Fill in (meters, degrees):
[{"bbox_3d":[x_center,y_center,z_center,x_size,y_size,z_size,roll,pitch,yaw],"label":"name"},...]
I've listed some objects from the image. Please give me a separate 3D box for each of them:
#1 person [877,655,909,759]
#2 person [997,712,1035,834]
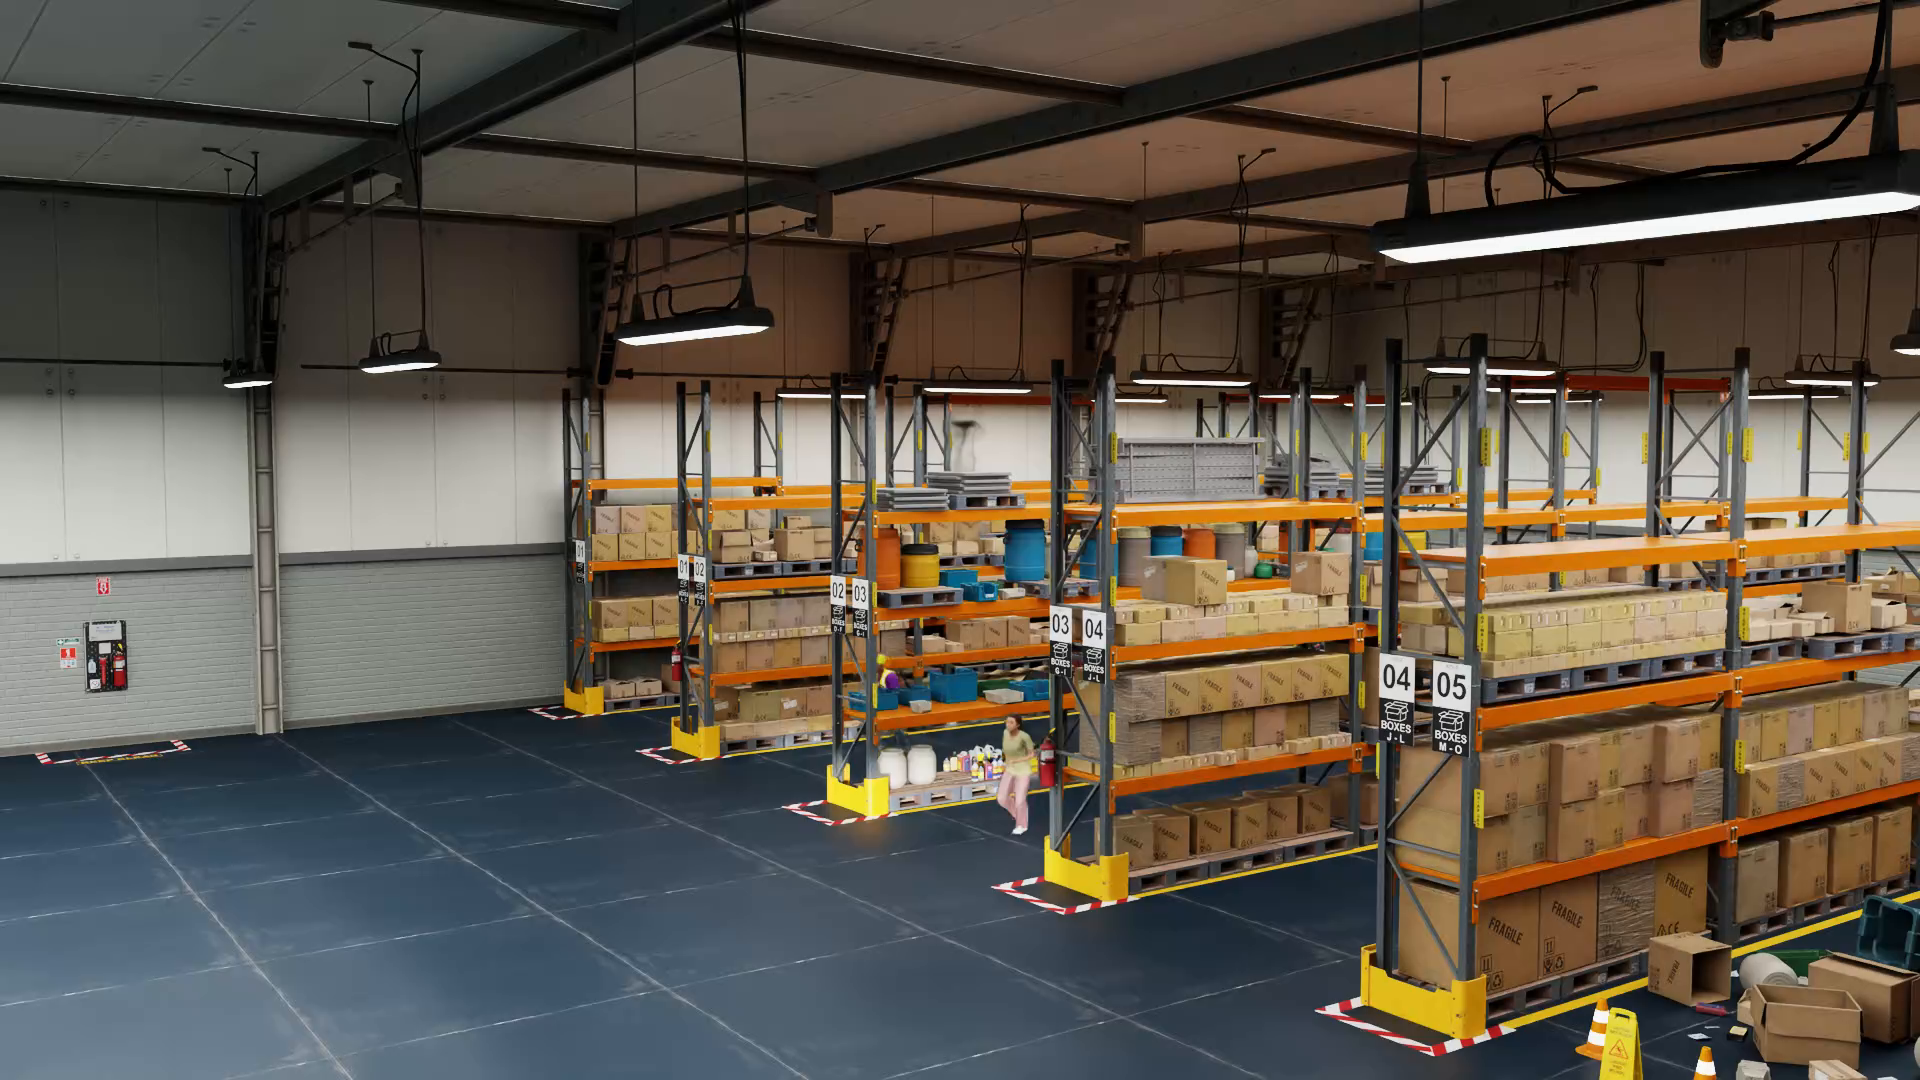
[{"bbox_3d":[-1.133,2.630,26.040,0.684,1.723,0.921,3,5,37],"label":"person"},{"bbox_3d":[0.721,2.988,21.237,0.550,1.602,0.643,2,4,30],"label":"person"}]
